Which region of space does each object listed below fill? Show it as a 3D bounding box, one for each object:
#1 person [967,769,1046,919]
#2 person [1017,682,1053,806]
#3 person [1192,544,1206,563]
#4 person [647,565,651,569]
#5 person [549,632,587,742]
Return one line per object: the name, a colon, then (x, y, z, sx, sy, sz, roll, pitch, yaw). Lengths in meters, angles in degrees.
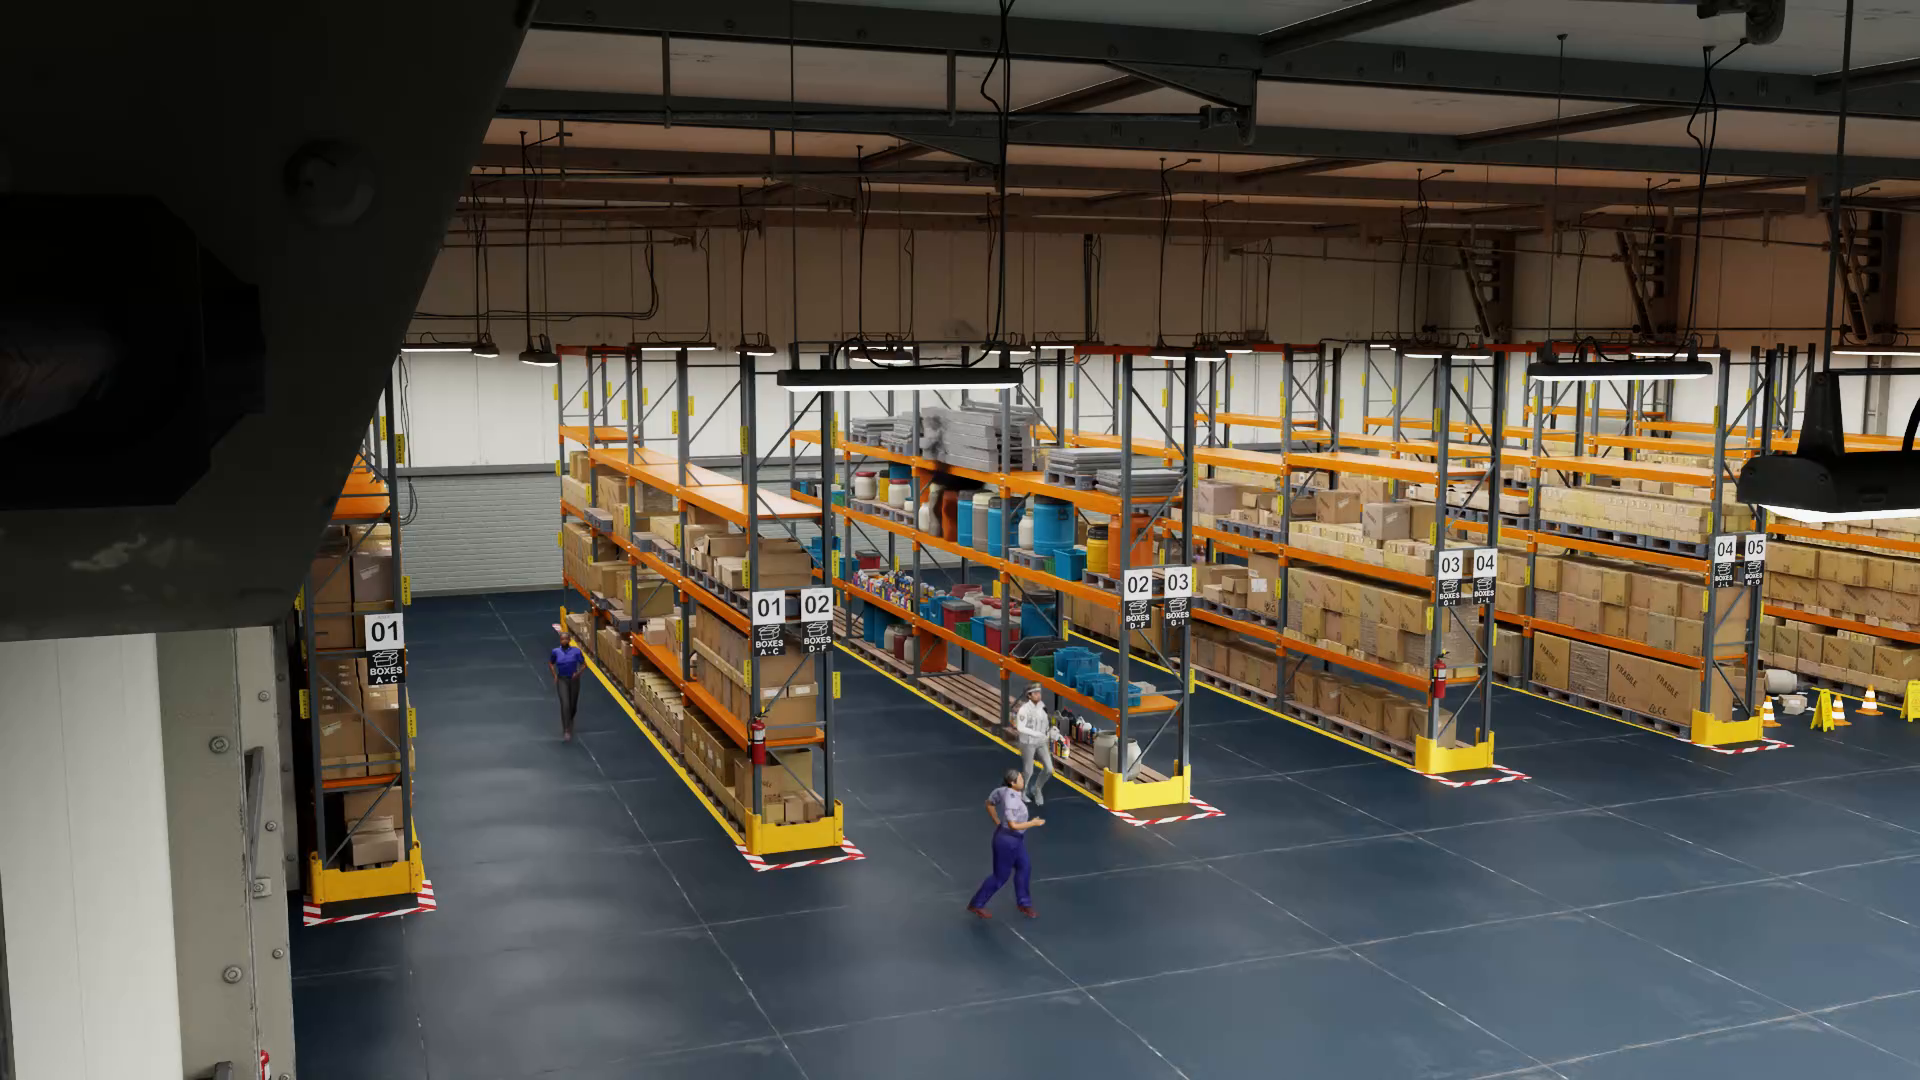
person: (0.506, 3.278, 17.790, 0.808, 1.699, 0.564, 0, 7, 0)
person: (1.011, 2.716, 22.041, 0.641, 1.709, 0.654, -5, 9, -36)
person: (5.321, 0.881, 36.714, 0.519, 1.567, 0.624, -3, 8, -23)
person: (-6.804, 0.917, 36.338, 0.836, 1.642, 0.629, 1, 7, 8)
person: (-6.069, 2.223, 25.783, 0.573, 1.653, 0.859, -2, 7, -14)
